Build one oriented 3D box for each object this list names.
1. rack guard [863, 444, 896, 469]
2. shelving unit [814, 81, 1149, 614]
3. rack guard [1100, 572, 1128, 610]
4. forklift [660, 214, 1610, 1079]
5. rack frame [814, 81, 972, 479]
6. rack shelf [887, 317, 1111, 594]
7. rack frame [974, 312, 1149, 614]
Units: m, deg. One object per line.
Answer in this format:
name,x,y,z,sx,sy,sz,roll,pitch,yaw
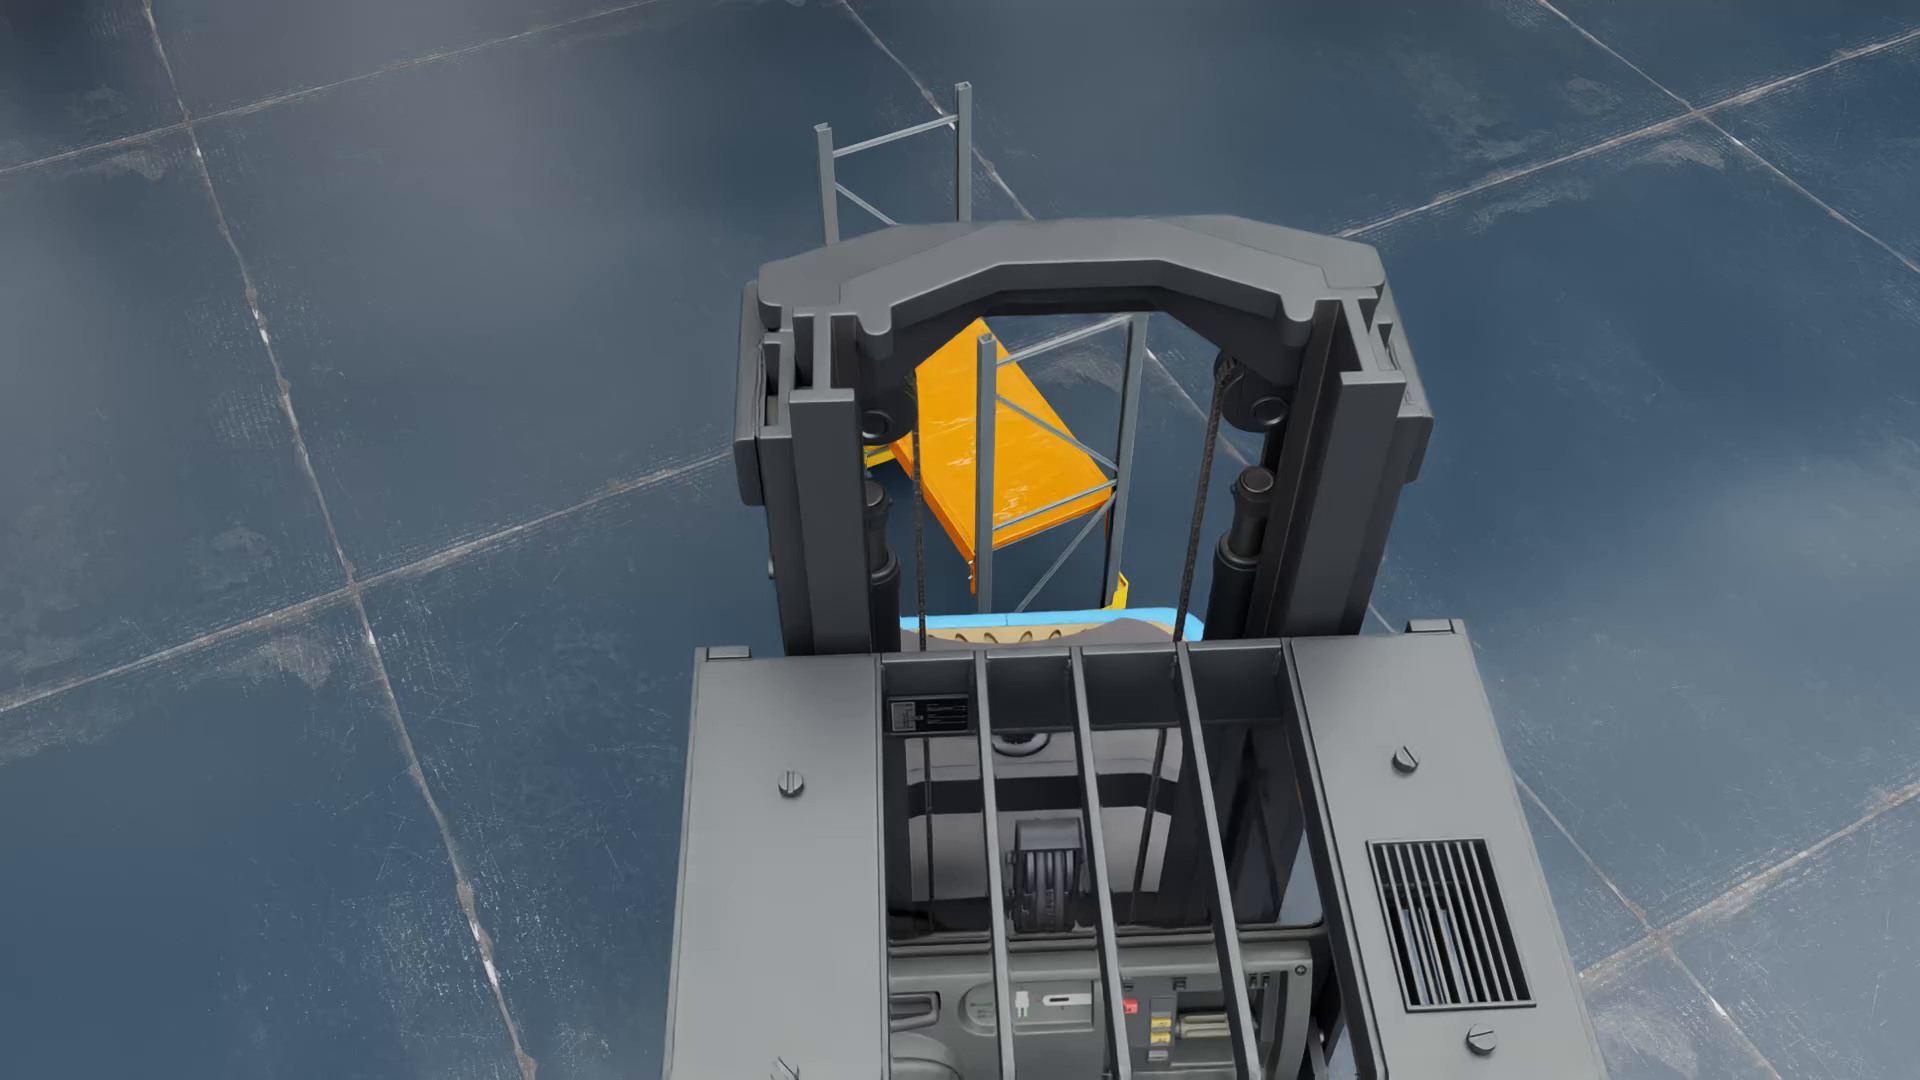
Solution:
rack guard,-0.193,-0.365,5.903,0.587,0.250,0.087,-21,52,-18
shelving unit,0.035,-0.443,5.141,0.587,1.500,1.083,-21,52,-18
rack guard,0.263,0.302,5.320,0.587,0.250,0.087,-21,52,-18
forklift,0.185,1.035,2.897,1.130,2.935,3.031,-2,49,-2
rack frame,-0.194,-0.777,5.433,0.500,1.500,0.032,-21,52,-18
rack shelf,0.039,-0.318,5.271,0.538,0.185,1.000,-21,52,-18
rack frame,0.272,-0.096,4.838,0.500,1.500,0.032,-21,52,-18
